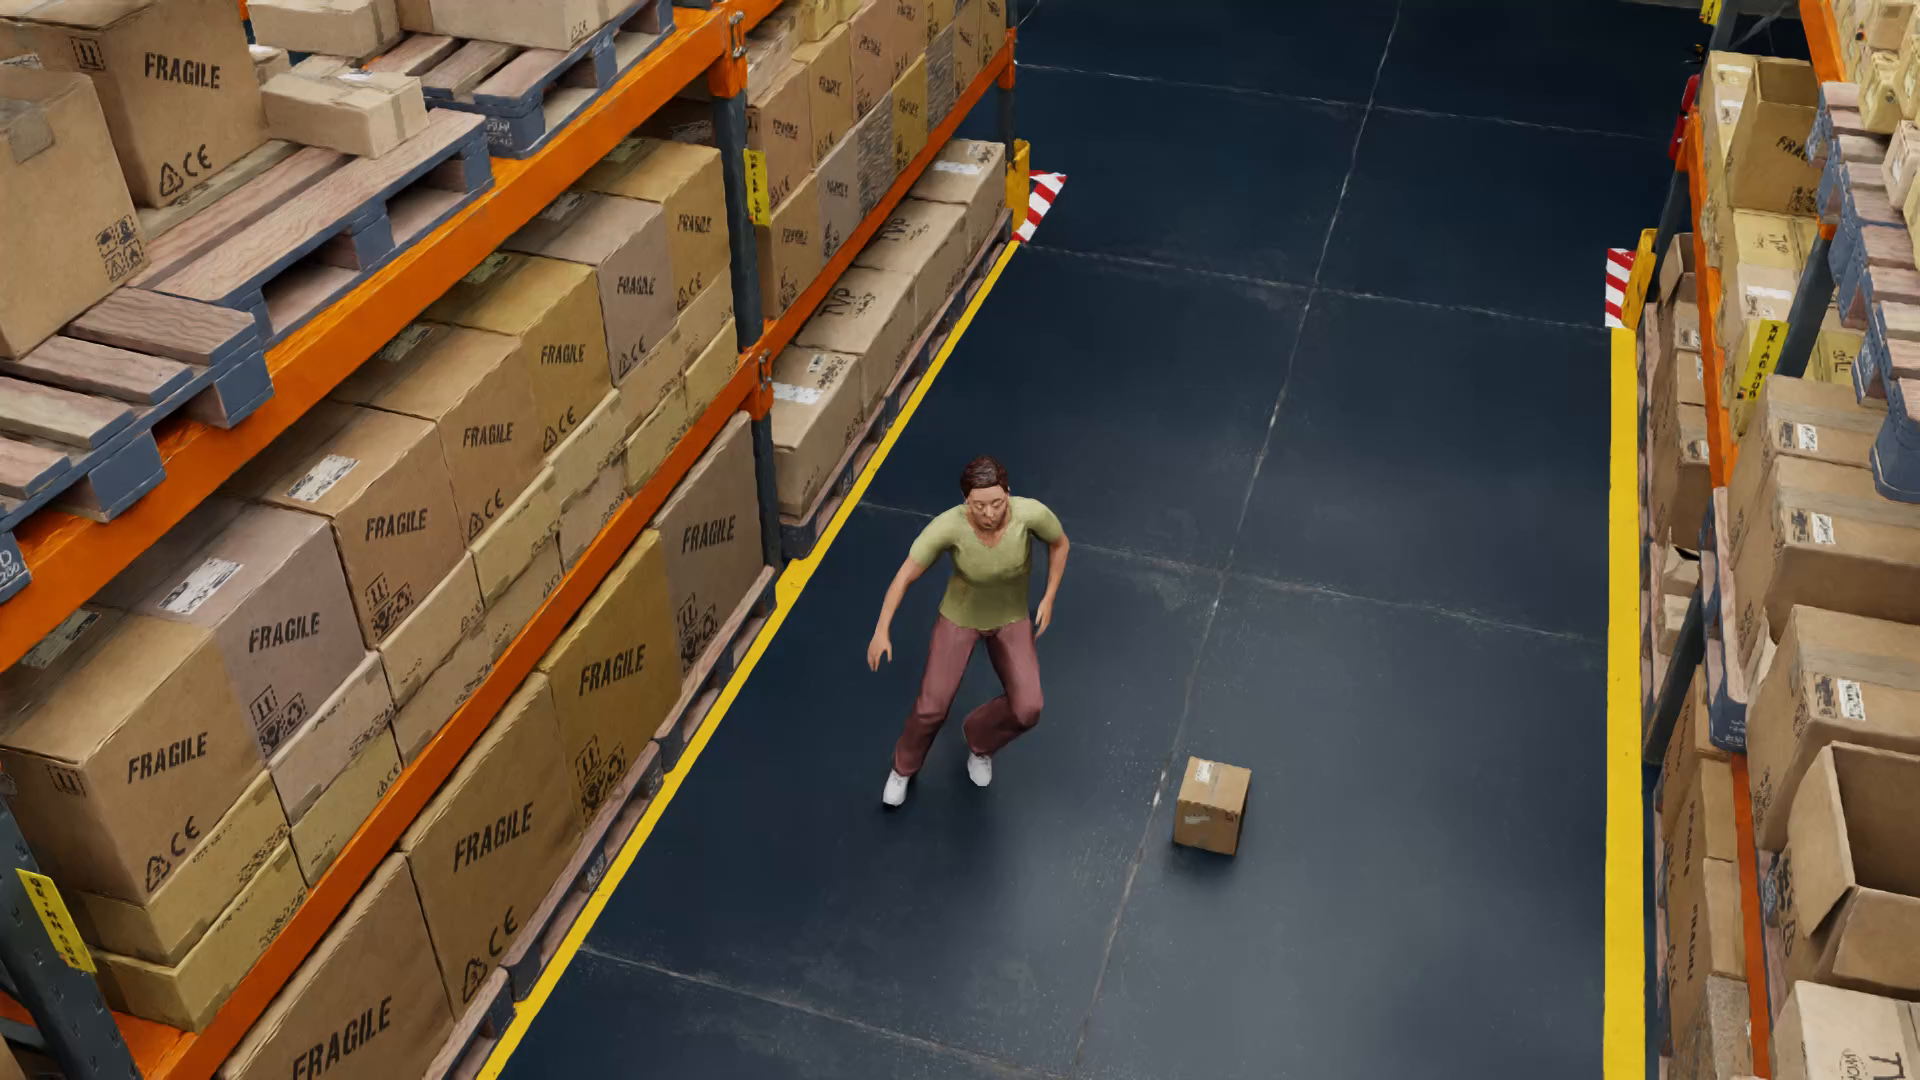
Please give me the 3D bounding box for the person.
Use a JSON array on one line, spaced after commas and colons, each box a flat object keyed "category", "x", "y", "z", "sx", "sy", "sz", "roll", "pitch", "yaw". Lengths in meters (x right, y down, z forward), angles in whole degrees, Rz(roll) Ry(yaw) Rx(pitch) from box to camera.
[{"category": "person", "x": 0.032, "y": 0.355, "z": 6.527, "sx": 0.836, "sy": 1.590, "sz": 0.468, "roll": -8, "pitch": 38, "yaw": -10}]
